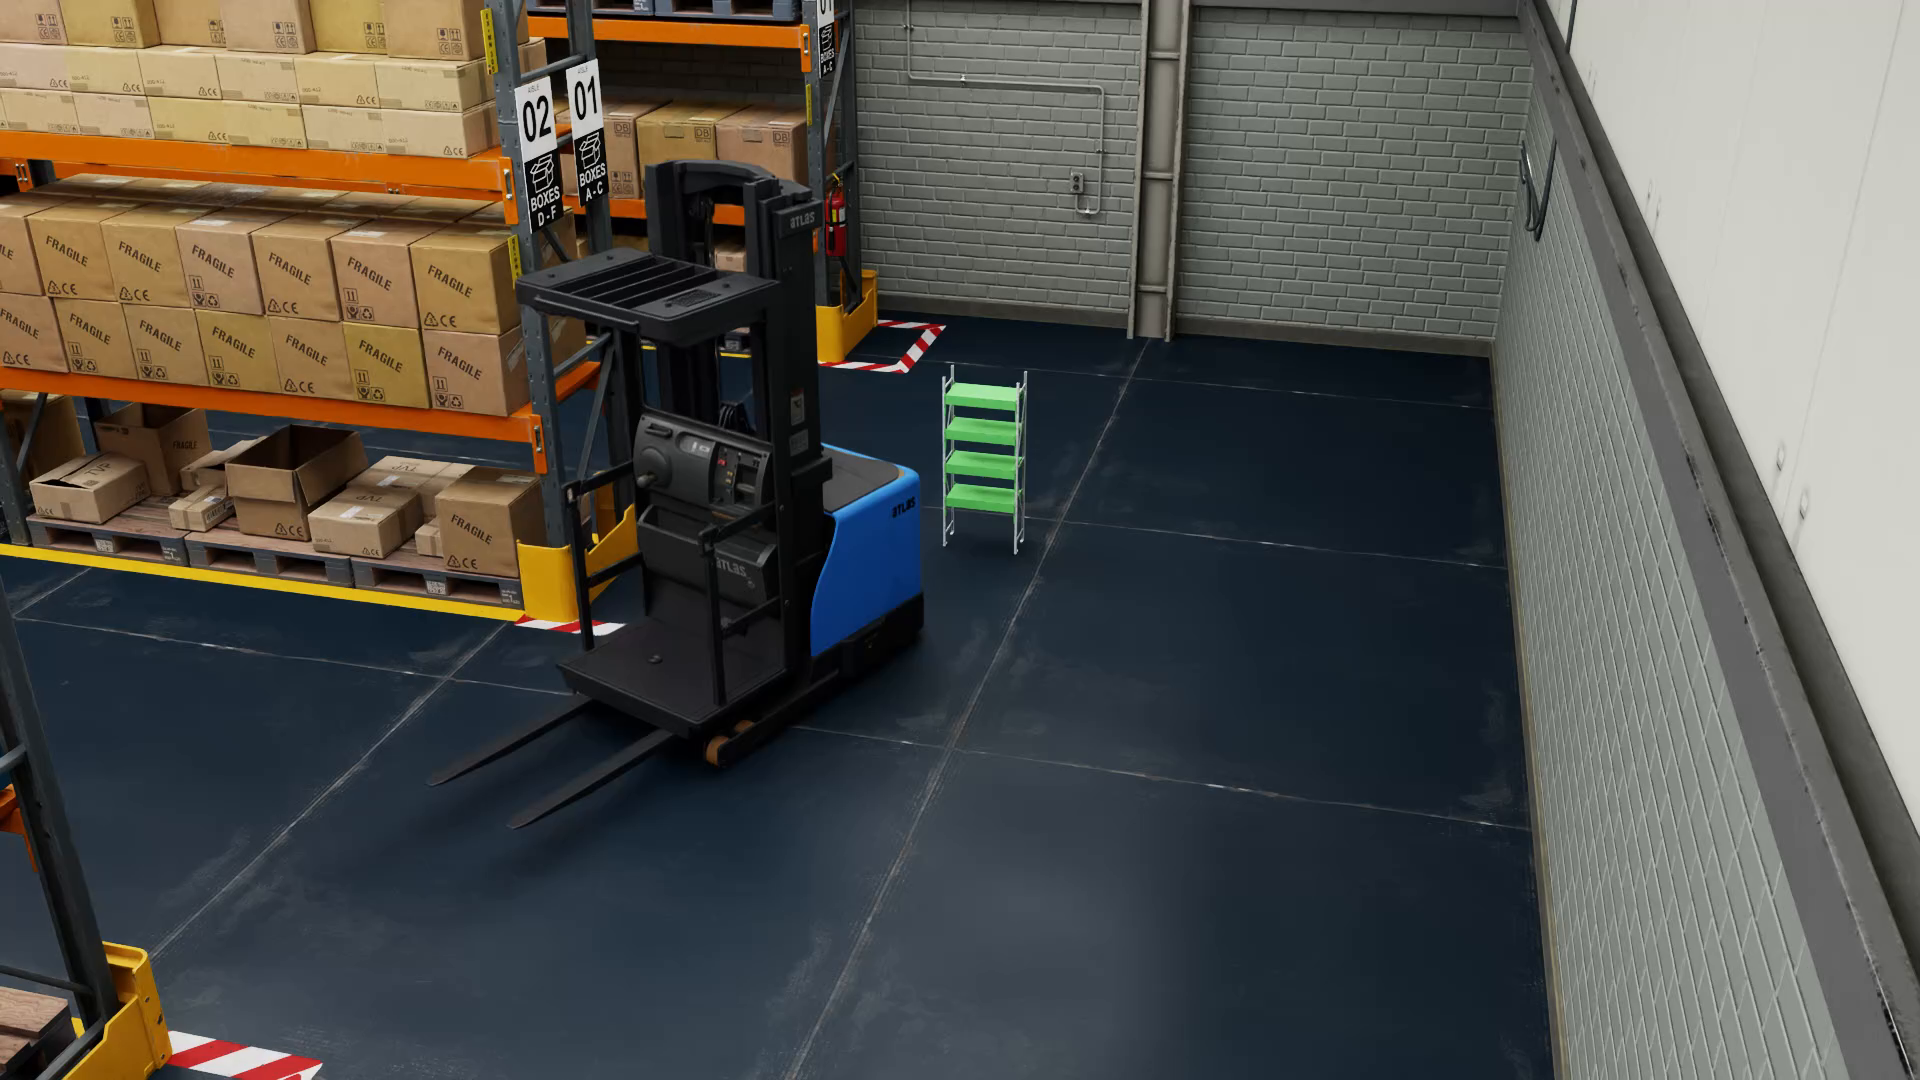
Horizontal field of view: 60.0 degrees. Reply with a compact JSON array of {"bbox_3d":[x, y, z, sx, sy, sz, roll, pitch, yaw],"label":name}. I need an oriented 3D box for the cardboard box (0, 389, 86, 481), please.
[{"bbox_3d":[-6.597,-0.746,11.723,0.500,0.500,0.500,5,26,11],"label":"cardboard box"}]

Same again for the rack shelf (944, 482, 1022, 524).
[{"bbox_3d":[0.160,-0.250,11.085,0.480,0.148,0.258,6,26,13],"label":"rack shelf"}]

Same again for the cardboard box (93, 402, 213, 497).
[{"bbox_3d":[-5.567,-0.650,11.521,0.500,0.500,0.500,6,26,13],"label":"cardboard box"}]

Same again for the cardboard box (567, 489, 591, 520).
[{"bbox_3d":[-2.636,-0.194,10.972,0.250,0.149,0.380,6,26,13],"label":"cardboard box"}]

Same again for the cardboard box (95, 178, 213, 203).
[{"bbox_3d":[-5.138,-2.019,10.722,0.500,0.500,0.500,6,26,12],"label":"cardboard box"}]

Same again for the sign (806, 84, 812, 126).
[{"bbox_3d":[-1.234,-3.562,13.620,0.005,0.325,0.100,6,26,13],"label":"sign"}]

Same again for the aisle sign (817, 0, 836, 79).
[{"bbox_3d":[-1.090,-4.198,13.554,0.004,0.787,0.394,6,26,13],"label":"aisle sign"}]

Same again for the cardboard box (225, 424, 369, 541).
[{"bbox_3d":[-4.369,-0.395,10.982,0.637,0.503,0.797,6,26,13],"label":"cardboard box"}]

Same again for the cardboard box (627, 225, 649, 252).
[{"bbox_3d":[-2.846,-2.749,15.199,0.250,0.149,0.380,7,26,14],"label":"cardboard box"}]

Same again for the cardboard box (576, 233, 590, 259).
[{"bbox_3d":[-3.469,-2.648,14.987,0.250,0.149,0.380,6,26,12],"label":"cardboard box"}]

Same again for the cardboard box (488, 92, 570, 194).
[{"bbox_3d":[-3.733,-3.575,14.921,0.700,0.700,0.980,6,26,12],"label":"cardboard box"}]

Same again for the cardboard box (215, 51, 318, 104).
[{"bbox_3d":[-3.844,-2.664,9.459,0.500,0.250,0.500,6,26,13],"label":"cardboard box"}]

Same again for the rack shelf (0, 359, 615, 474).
[{"bbox_3d":[-4.253,-0.983,10.663,4.000,0.370,1.077,6,26,13],"label":"rack shelf"}]

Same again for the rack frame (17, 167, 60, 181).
[{"bbox_3d":[-8.833,-4.013,16.190,0.127,3.000,1.000,6,26,13],"label":"rack frame"}]

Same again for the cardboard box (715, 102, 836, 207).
[{"bbox_3d":[-1.582,-3.343,14.433,0.700,0.700,0.980,8,26,15],"label":"cardboard box"}]

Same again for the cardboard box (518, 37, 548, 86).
[{"bbox_3d":[-2.748,-2.770,9.682,0.500,0.250,0.500,6,26,13],"label":"cardboard box"}]

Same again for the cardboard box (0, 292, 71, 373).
[{"bbox_3d":[-5.764,-1.400,10.584,0.500,0.500,0.500,7,26,14],"label":"cardboard box"}]

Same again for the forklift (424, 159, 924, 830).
[{"bbox_3d":[-1.489,-0.365,8.607,1.130,2.935,3.031,17,30,32],"label":"forklift"}]

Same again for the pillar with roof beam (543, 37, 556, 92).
[{"bbox_3d":[-5.138,-4.787,10.836,0.400,9.000,9.100,6,26,13],"label":"pillar with roof beam"}]

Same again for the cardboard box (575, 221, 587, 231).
[{"bbox_3d":[-3.585,-2.831,15.371,0.250,0.149,0.380,5,26,11],"label":"cardboard box"}]

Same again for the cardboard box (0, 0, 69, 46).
[{"bbox_3d":[-5.260,-3.225,9.765,0.500,0.500,0.700,6,26,13],"label":"cardboard box"}]

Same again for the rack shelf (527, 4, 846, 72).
[{"bbox_3d":[-3.022,-4.401,14.351,4.000,0.370,1.077,6,26,13],"label":"rack shelf"}]

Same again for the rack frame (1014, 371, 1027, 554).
[{"bbox_3d":[0.397,-0.498,10.900,0.015,1.200,0.240,6,26,13],"label":"rack frame"}]

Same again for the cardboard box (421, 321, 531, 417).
[{"bbox_3d":[-2.817,-1.074,9.900,0.500,0.500,0.500,7,26,15],"label":"cardboard box"}]

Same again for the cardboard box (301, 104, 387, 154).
[{"bbox_3d":[-3.360,-2.384,9.453,0.500,0.250,0.500,6,26,13],"label":"cardboard box"}]

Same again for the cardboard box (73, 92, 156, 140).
[{"bbox_3d":[-4.813,-2.545,9.790,0.500,0.250,0.500,6,26,13],"label":"cardboard box"}]

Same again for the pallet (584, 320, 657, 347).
[{"bbox_3d":[-3.057,-2.082,15.378,1.213,0.211,1.003,6,26,13],"label":"pallet"}]

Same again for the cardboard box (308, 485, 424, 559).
[{"bbox_3d":[-3.816,-0.121,10.702,0.500,0.250,0.500,6,26,13],"label":"cardboard box"}]

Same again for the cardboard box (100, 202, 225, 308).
[{"bbox_3d":[-4.806,-1.741,10.138,0.500,0.500,0.500,6,26,11],"label":"cardboard box"}]

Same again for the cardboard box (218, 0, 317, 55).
[{"bbox_3d":[-3.791,-3.091,9.484,0.500,0.500,0.700,6,26,13],"label":"cardboard box"}]

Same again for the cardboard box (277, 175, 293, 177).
[{"bbox_3d":[-6.118,-3.467,15.311,0.250,0.149,0.380,6,26,13],"label":"cardboard box"}]

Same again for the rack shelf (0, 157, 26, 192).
[{"bbox_3d":[-10.770,-3.903,16.795,4.000,0.370,1.077,6,26,13],"label":"rack shelf"}]

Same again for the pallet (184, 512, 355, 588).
[{"bbox_3d":[-4.339,-0.060,11.130,1.213,0.211,1.003,6,26,13],"label":"pallet"}]

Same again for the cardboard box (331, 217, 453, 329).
[{"bbox_3d":[-3.305,-1.578,9.795,0.500,0.500,0.500,7,26,14],"label":"cardboard box"}]

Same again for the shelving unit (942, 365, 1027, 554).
[{"bbox_3d":[0.160,-0.524,10.955,0.503,1.200,0.258,6,26,13],"label":"shelving unit"}]

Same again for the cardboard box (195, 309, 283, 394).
[{"bbox_3d":[-4.290,-1.238,10.244,0.500,0.500,0.500,6,26,12],"label":"cardboard box"}]

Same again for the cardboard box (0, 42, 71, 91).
[{"bbox_3d":[-5.296,-2.827,9.801,0.500,0.250,0.500,6,26,13],"label":"cardboard box"}]

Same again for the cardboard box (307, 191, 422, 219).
[{"bbox_3d":[-3.671,-1.856,10.380,0.500,0.500,0.500,7,26,14],"label":"cardboard box"}]

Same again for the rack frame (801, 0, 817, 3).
[{"bbox_3d":[-1.085,-5.866,13.102,0.127,3.000,1.000,6,26,13],"label":"rack frame"}]

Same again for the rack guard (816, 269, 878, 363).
[{"bbox_3d":[-1.062,-2.026,14.923,0.348,0.500,1.175,6,26,13],"label":"rack guard"}]

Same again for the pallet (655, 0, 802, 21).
[{"bbox_3d":[-1.807,-4.546,13.923,1.213,0.211,1.003,6,26,13],"label":"pallet"}]

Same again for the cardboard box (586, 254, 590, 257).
[{"bbox_3d":[-3.278,-2.412,15.247,0.500,0.500,0.700,7,26,14],"label":"cardboard box"}]
